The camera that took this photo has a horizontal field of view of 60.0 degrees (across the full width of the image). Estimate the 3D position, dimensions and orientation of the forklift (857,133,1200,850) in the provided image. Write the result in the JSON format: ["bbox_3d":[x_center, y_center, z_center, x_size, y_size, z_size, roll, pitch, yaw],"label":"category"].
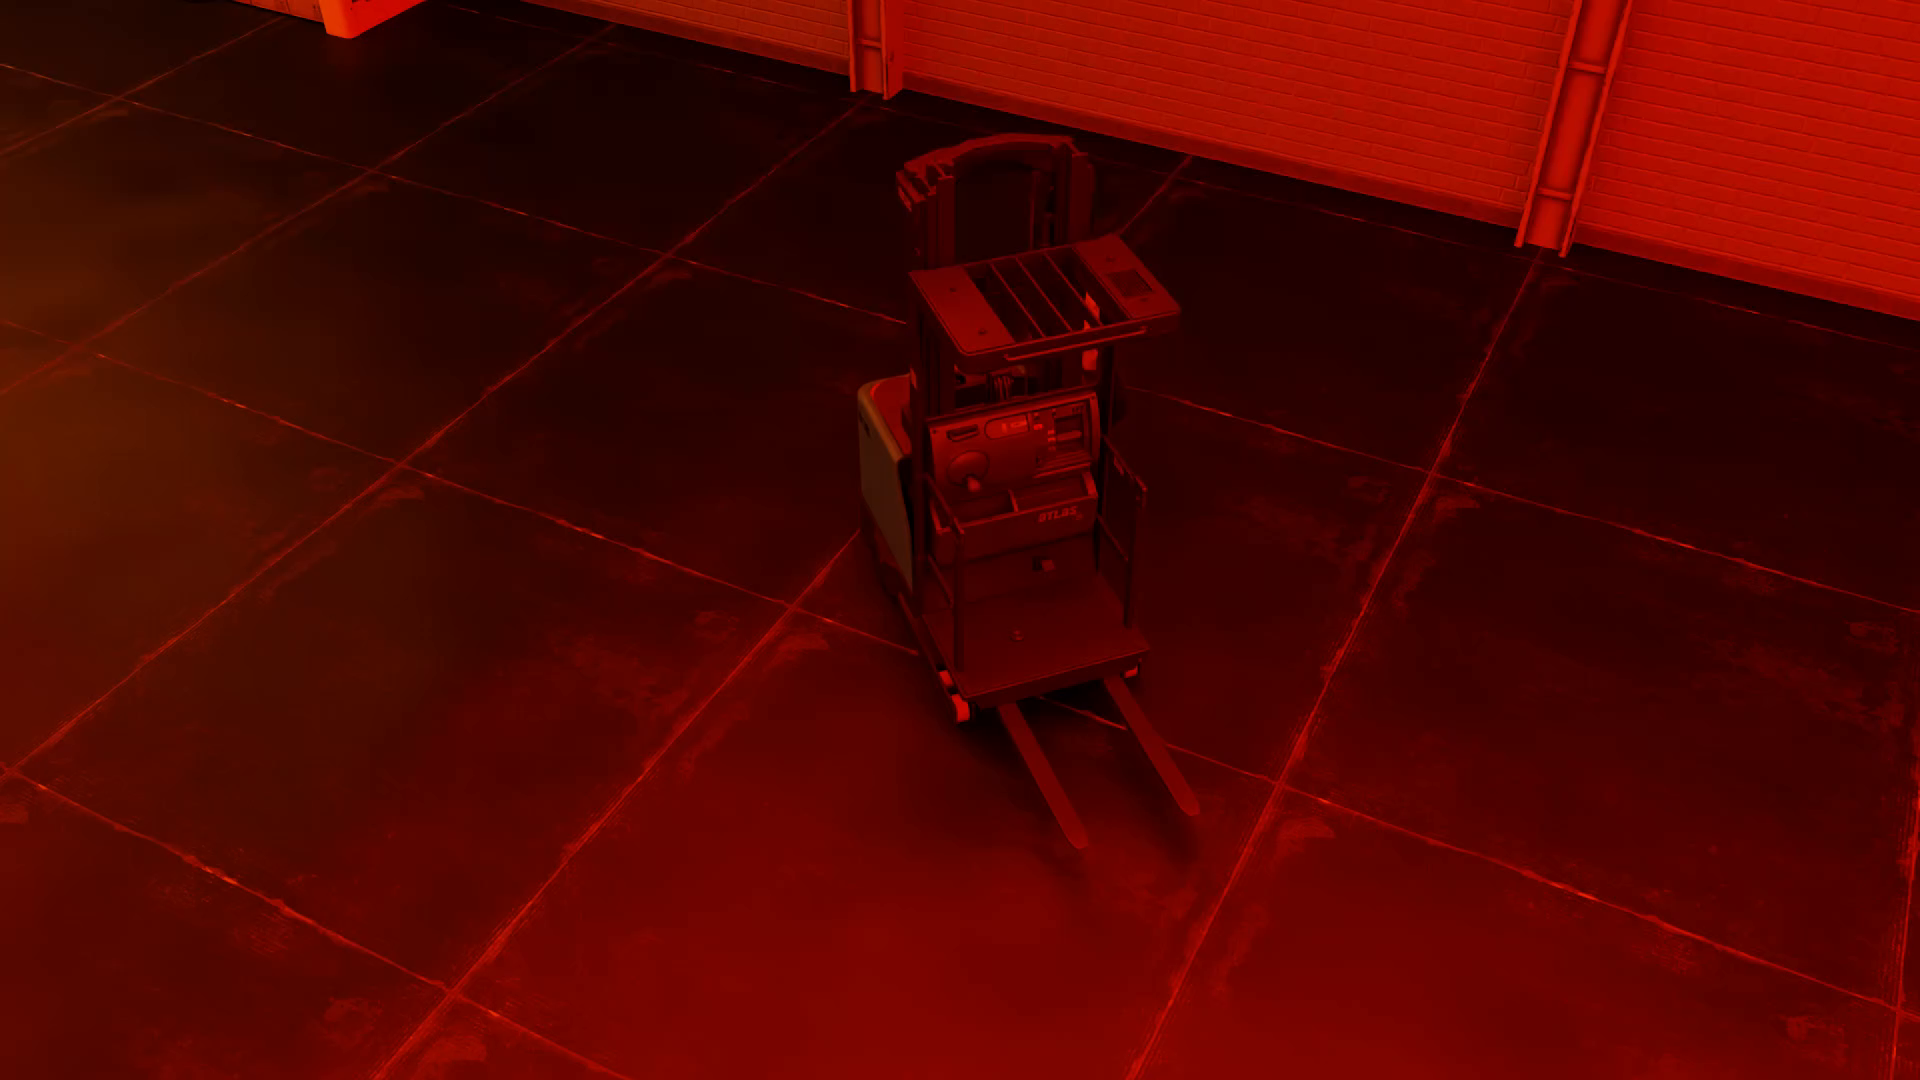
[{"bbox_3d":[0.366,-0.426,8.493,1.130,2.935,3.031,-13,42,-15],"label":"forklift"}]

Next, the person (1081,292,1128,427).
[{"bbox_3d":[0.686,-1.032,10.277,0.481,1.584,0.816,29,48,30],"label":"person"}]
